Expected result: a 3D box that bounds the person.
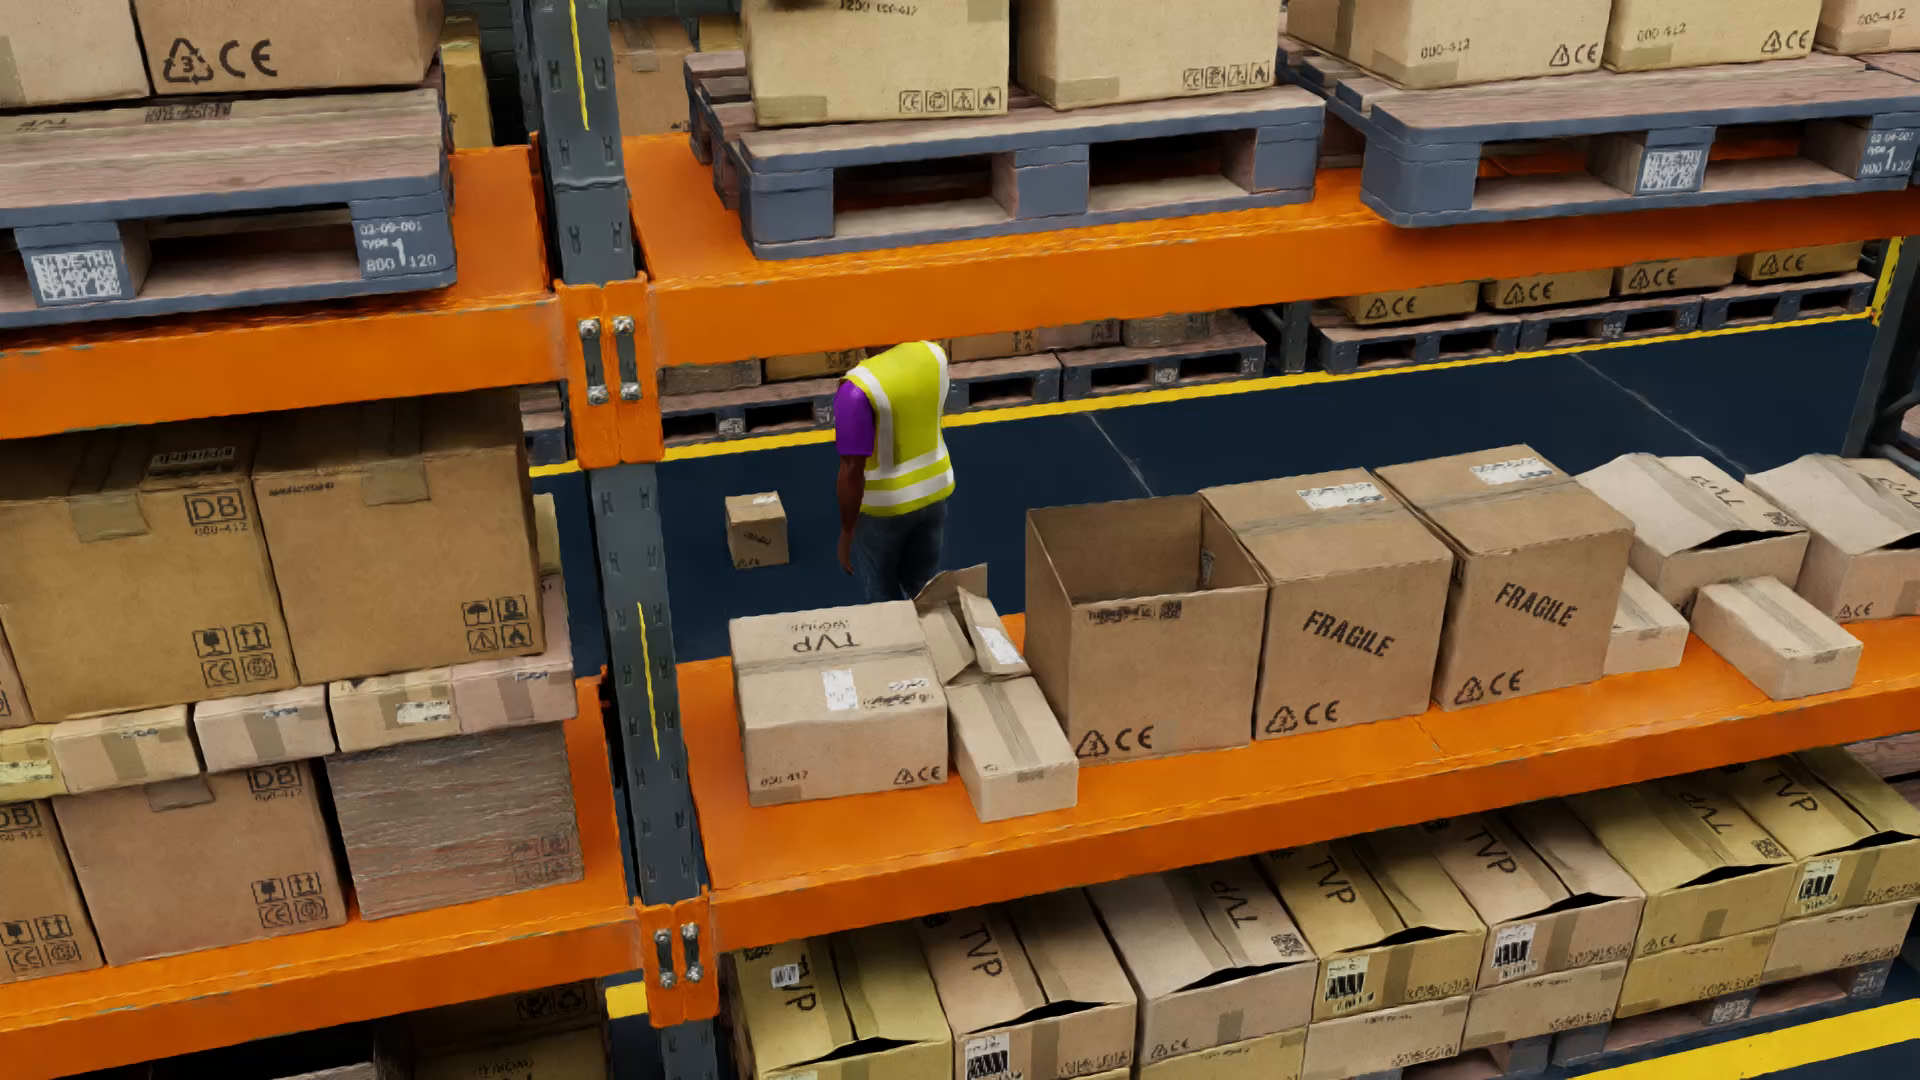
[{"bbox_3d":[-0.246,-0.131,6.341,0.599,1.756,0.755,-22,36,-33],"label":"person"}]
